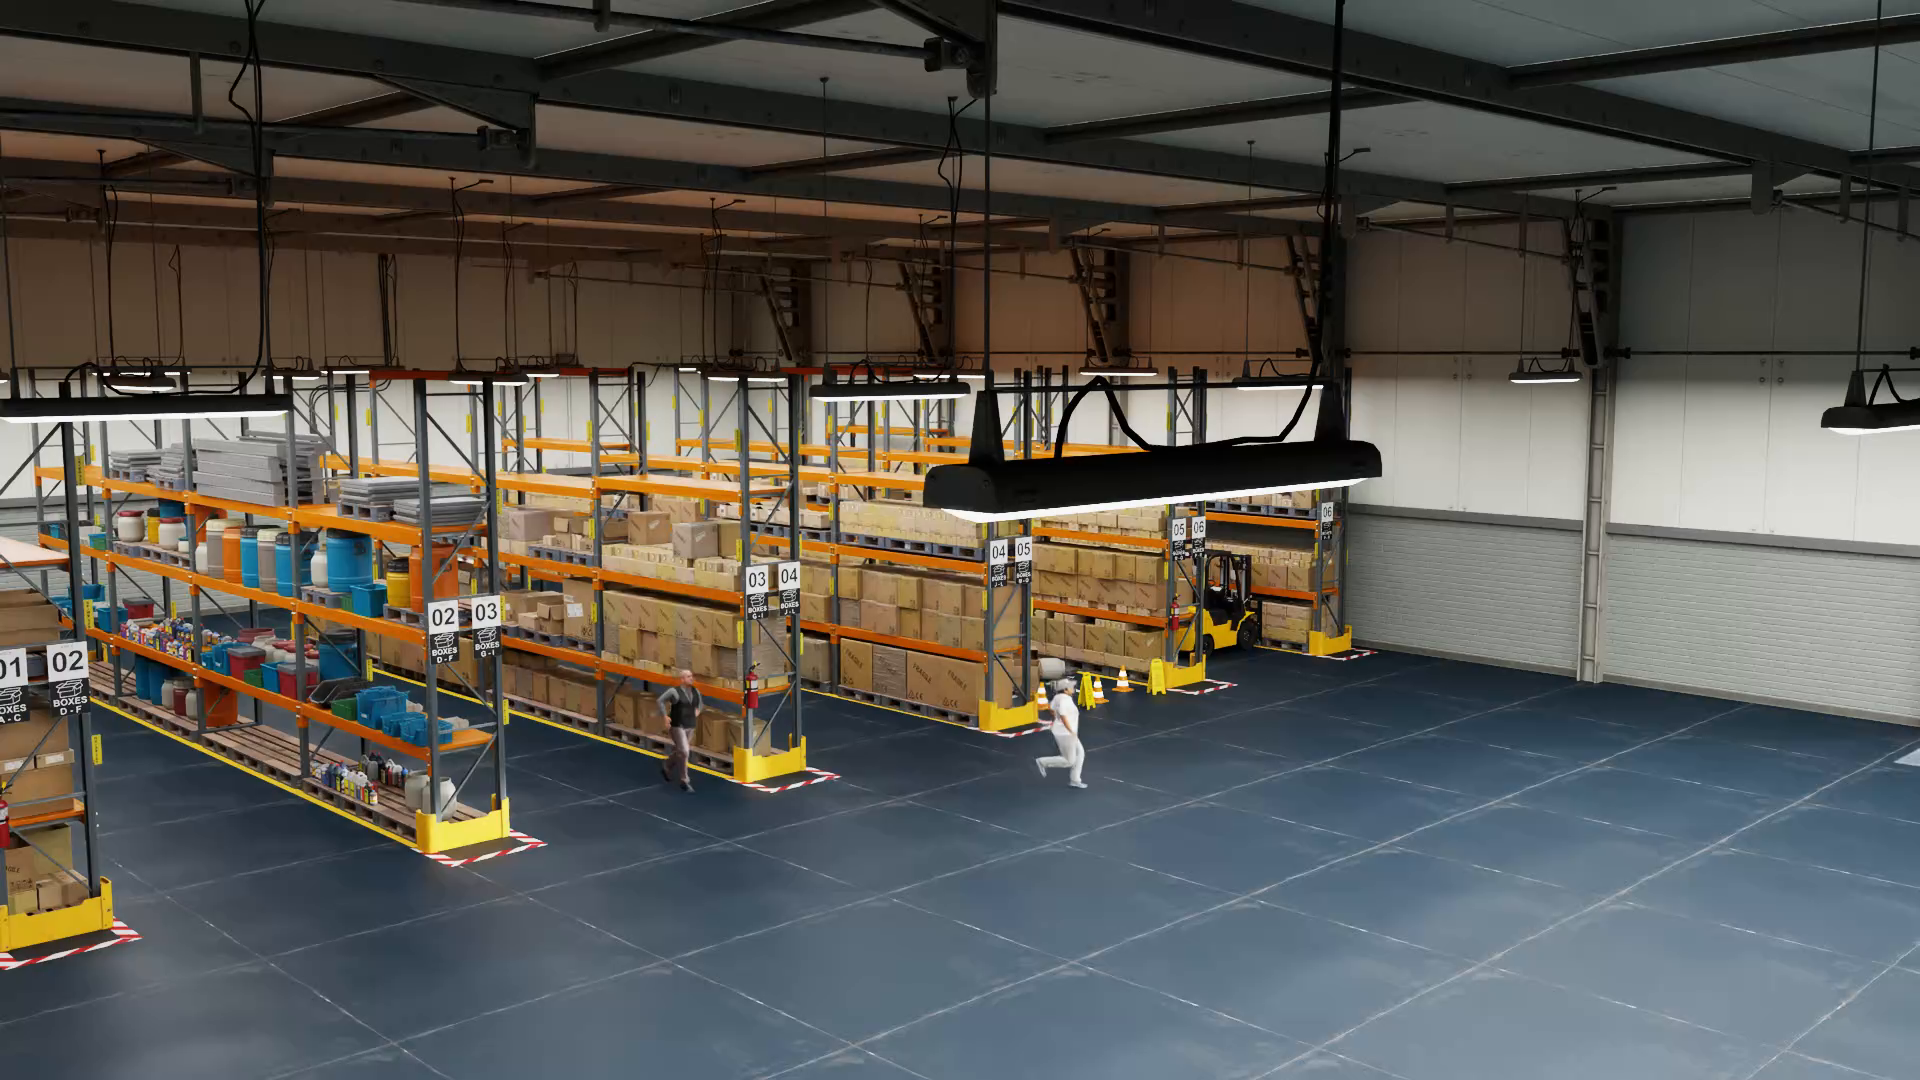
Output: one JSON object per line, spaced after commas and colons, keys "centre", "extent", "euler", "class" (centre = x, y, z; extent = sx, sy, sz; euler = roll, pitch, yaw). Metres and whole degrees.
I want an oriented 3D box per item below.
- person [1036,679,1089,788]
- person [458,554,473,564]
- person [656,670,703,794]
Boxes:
{"centre": [1.487, 2.824, 24.165], "extent": [0.802, 1.634, 0.587], "euler": [0, 6, -4], "class": "person"}
{"centre": [-11.538, 1.073, 38.685], "extent": [0.707, 1.761, 1.037], "euler": [0, 6, -3], "class": "person"}
{"centre": [-4.041, 2.765, 24.246], "extent": [0.868, 1.763, 0.664], "euler": [6, 9, 41], "class": "person"}
